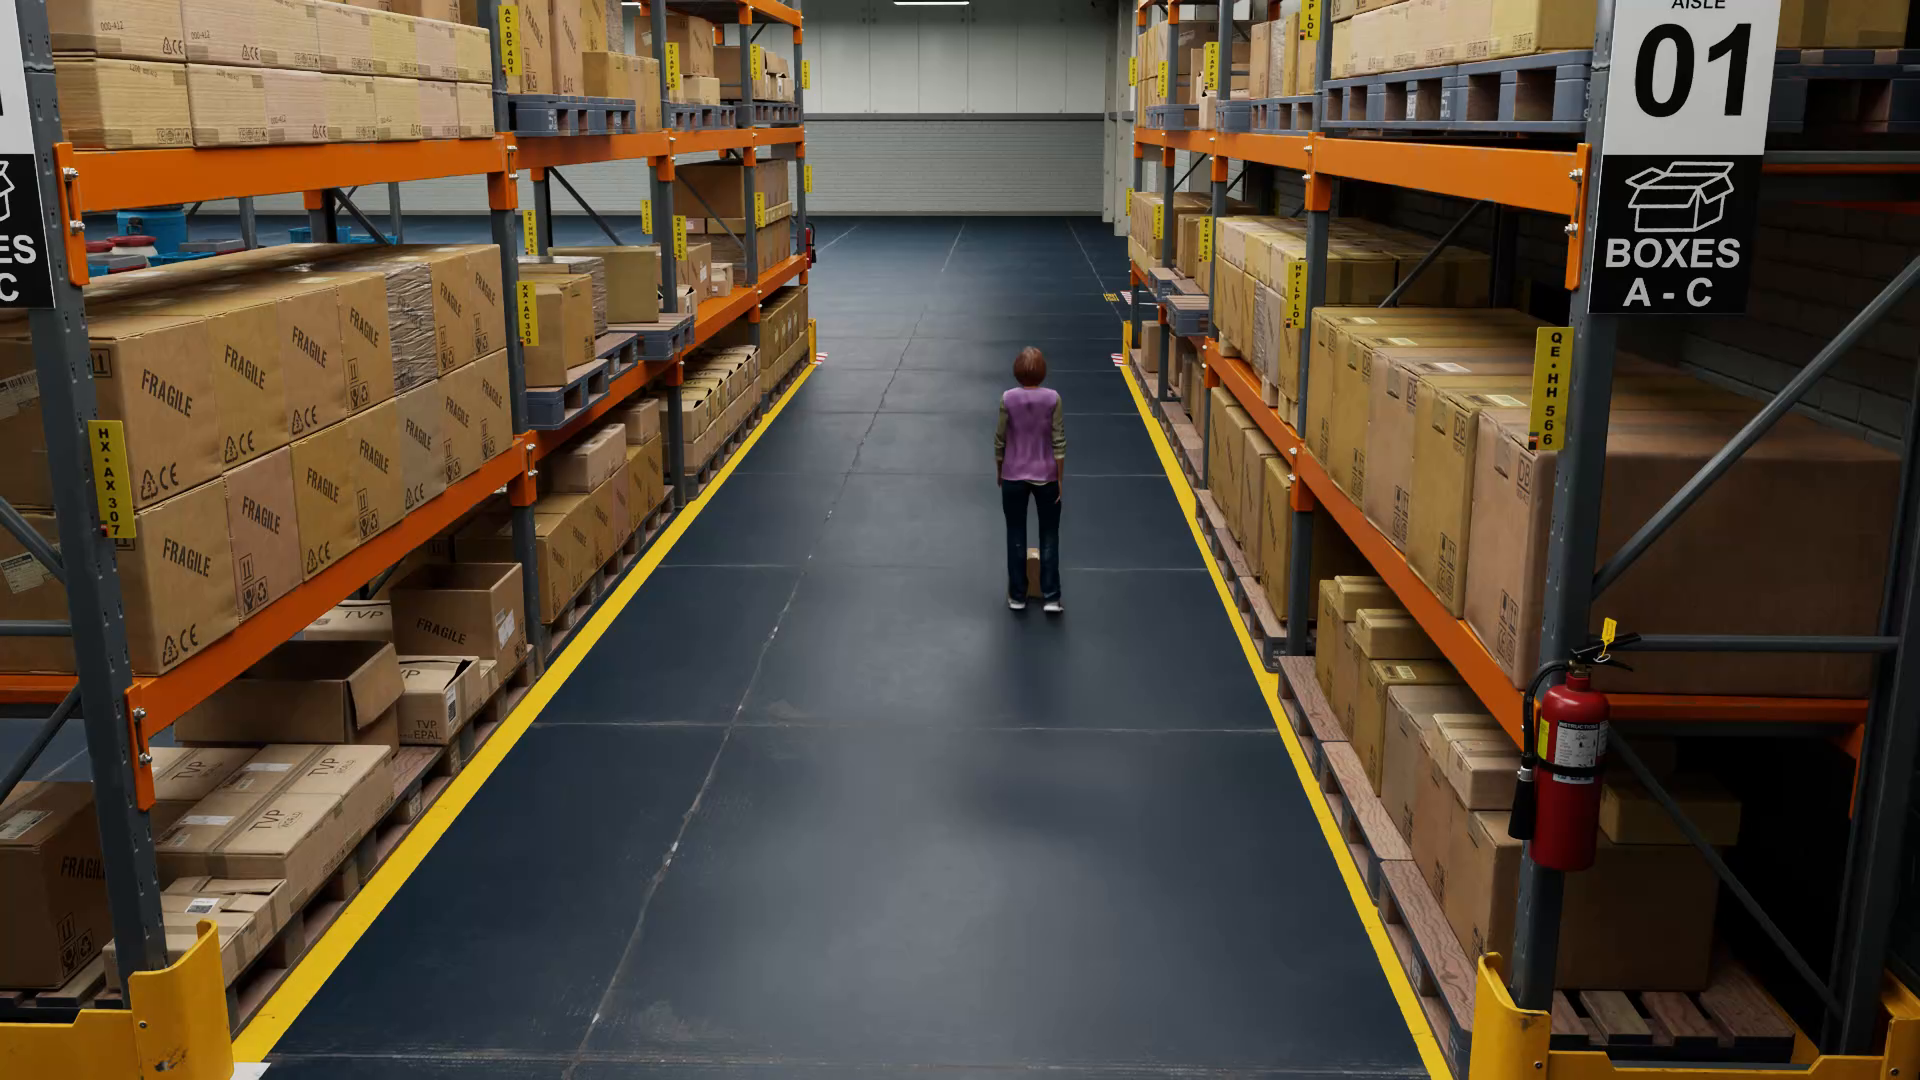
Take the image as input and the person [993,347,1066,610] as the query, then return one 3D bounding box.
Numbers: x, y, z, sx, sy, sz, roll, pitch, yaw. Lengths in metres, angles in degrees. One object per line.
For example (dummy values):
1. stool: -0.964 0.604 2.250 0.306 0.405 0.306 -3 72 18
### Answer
1. person: 0.411 -0.345 9.901 0.428 1.630 0.408 1 14 2
